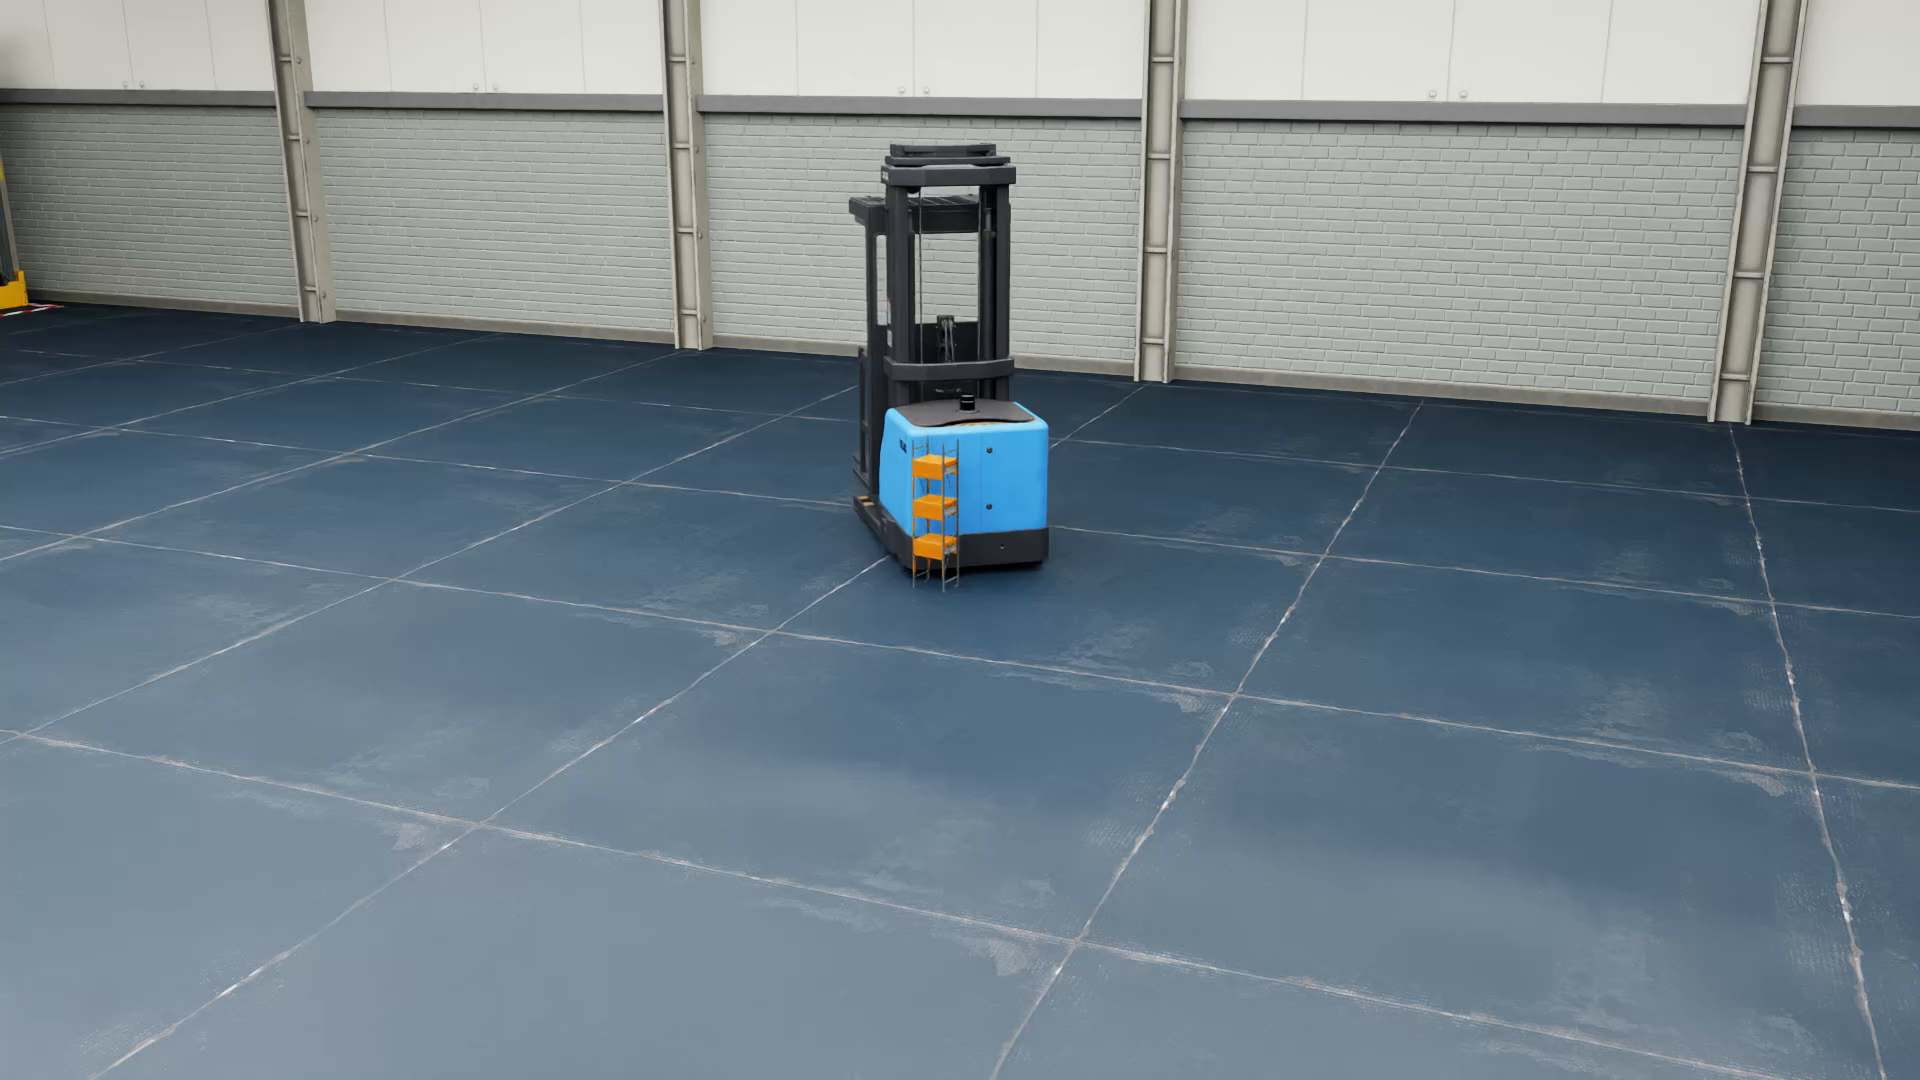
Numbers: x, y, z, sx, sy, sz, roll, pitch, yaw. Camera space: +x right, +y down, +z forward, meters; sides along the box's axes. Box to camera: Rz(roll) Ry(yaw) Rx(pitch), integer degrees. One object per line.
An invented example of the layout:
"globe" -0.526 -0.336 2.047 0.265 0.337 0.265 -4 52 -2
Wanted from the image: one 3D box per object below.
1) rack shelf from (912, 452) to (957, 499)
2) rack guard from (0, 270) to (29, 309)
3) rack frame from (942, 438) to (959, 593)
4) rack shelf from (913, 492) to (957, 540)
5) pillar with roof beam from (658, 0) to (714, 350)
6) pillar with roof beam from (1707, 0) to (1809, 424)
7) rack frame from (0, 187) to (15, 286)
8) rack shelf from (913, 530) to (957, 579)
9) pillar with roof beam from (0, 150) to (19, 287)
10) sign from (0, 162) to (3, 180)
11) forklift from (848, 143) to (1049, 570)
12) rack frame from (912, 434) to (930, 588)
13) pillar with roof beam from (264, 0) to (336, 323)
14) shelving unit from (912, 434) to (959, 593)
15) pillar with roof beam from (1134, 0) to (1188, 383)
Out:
"rack shelf" -0.166 -0.442 11.332 0.240 0.259 0.215 10 19 31
"rack guard" -14.190 -3.605 24.193 0.348 0.500 1.175 6 17 21
"rack frame" -0.063 -0.161 11.346 0.008 1.050 0.200 10 19 31
"rack shelf" -0.166 -0.169 11.411 0.240 0.259 0.215 10 19 31
"pillar with roof beam" -4.946 -5.649 15.993 0.400 9.000 9.100 6 17 21
"pillar with roof beam" 6.217 -4.422 11.765 0.400 9.000 9.100 6 17 21
"rack frame" -14.212 -4.807 23.853 0.127 3.000 1.000 6 17 21
"rack shelf" -0.166 0.098 11.489 0.240 0.259 0.215 10 19 31
"pillar with roof beam" -16.109 -6.877 20.221 0.400 9.000 9.100 6 17 21
"sign" -14.003 -5.405 24.215 0.005 0.325 0.100 6 17 21
"forklift" -0.227 -1.566 12.811 1.130 2.935 3.031 -4 17 -14
"rack frame" -0.269 -0.198 11.471 0.008 1.050 0.200 10 19 31
"pillar with roof beam" -10.527 -6.263 18.107 0.400 9.000 9.100 6 17 21
"shelving unit" -0.166 -0.179 11.408 0.252 1.050 0.215 10 19 31
"pillar with roof beam" 0.636 -5.036 13.879 0.400 9.000 9.100 6 17 21
